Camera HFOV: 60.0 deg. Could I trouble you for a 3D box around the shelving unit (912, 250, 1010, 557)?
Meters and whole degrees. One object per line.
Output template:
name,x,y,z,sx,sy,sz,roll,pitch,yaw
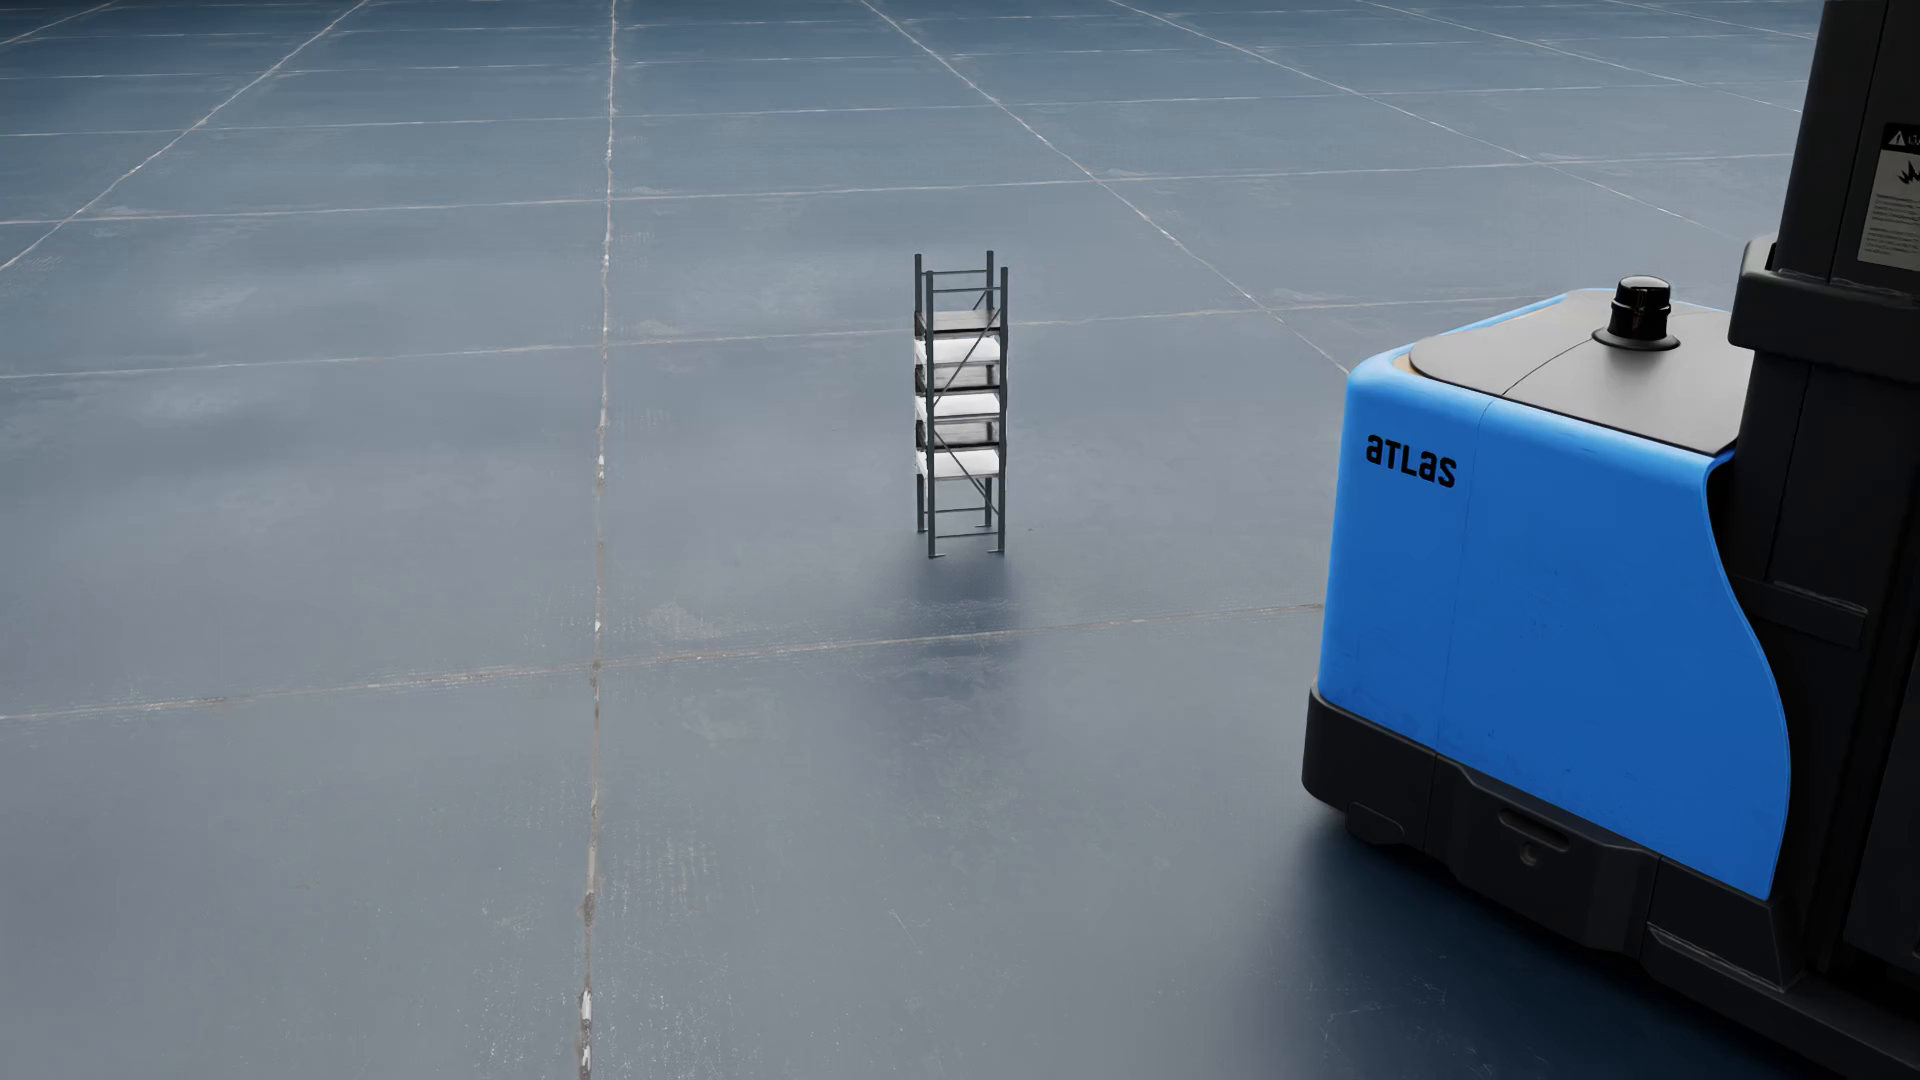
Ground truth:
shelving unit,0.001,-0.409,5.063,0.258,0.900,0.210,-4,24,-10

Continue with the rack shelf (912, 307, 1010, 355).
rack shelf,0.001,-0.626,4.968,0.258,0.077,0.200,-4,24,-10

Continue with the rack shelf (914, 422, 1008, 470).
rack shelf,0.001,-0.296,5.112,0.258,0.077,0.200,-4,24,-10

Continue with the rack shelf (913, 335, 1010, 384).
rack shelf,0.001,-0.544,5.004,0.258,0.077,0.200,-4,24,-10

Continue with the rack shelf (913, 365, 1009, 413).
rack shelf,0.001,-0.461,5.040,0.258,0.077,0.200,-4,24,-10

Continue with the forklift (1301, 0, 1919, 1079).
forklift,2.128,-0.406,2.518,1.130,2.935,3.031,-19,30,-37

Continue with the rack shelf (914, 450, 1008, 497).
rack shelf,0.001,-0.214,5.148,0.258,0.077,0.200,-4,24,-10

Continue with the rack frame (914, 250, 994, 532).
rack frame,-0.017,-0.449,5.154,0.240,0.900,0.006,-4,24,-10

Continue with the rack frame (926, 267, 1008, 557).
rack frame,0.020,-0.369,4.971,0.240,0.900,0.006,-4,24,-10

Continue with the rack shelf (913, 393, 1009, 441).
rack shelf,0.001,-0.379,5.076,0.258,0.077,0.200,-4,24,-10
